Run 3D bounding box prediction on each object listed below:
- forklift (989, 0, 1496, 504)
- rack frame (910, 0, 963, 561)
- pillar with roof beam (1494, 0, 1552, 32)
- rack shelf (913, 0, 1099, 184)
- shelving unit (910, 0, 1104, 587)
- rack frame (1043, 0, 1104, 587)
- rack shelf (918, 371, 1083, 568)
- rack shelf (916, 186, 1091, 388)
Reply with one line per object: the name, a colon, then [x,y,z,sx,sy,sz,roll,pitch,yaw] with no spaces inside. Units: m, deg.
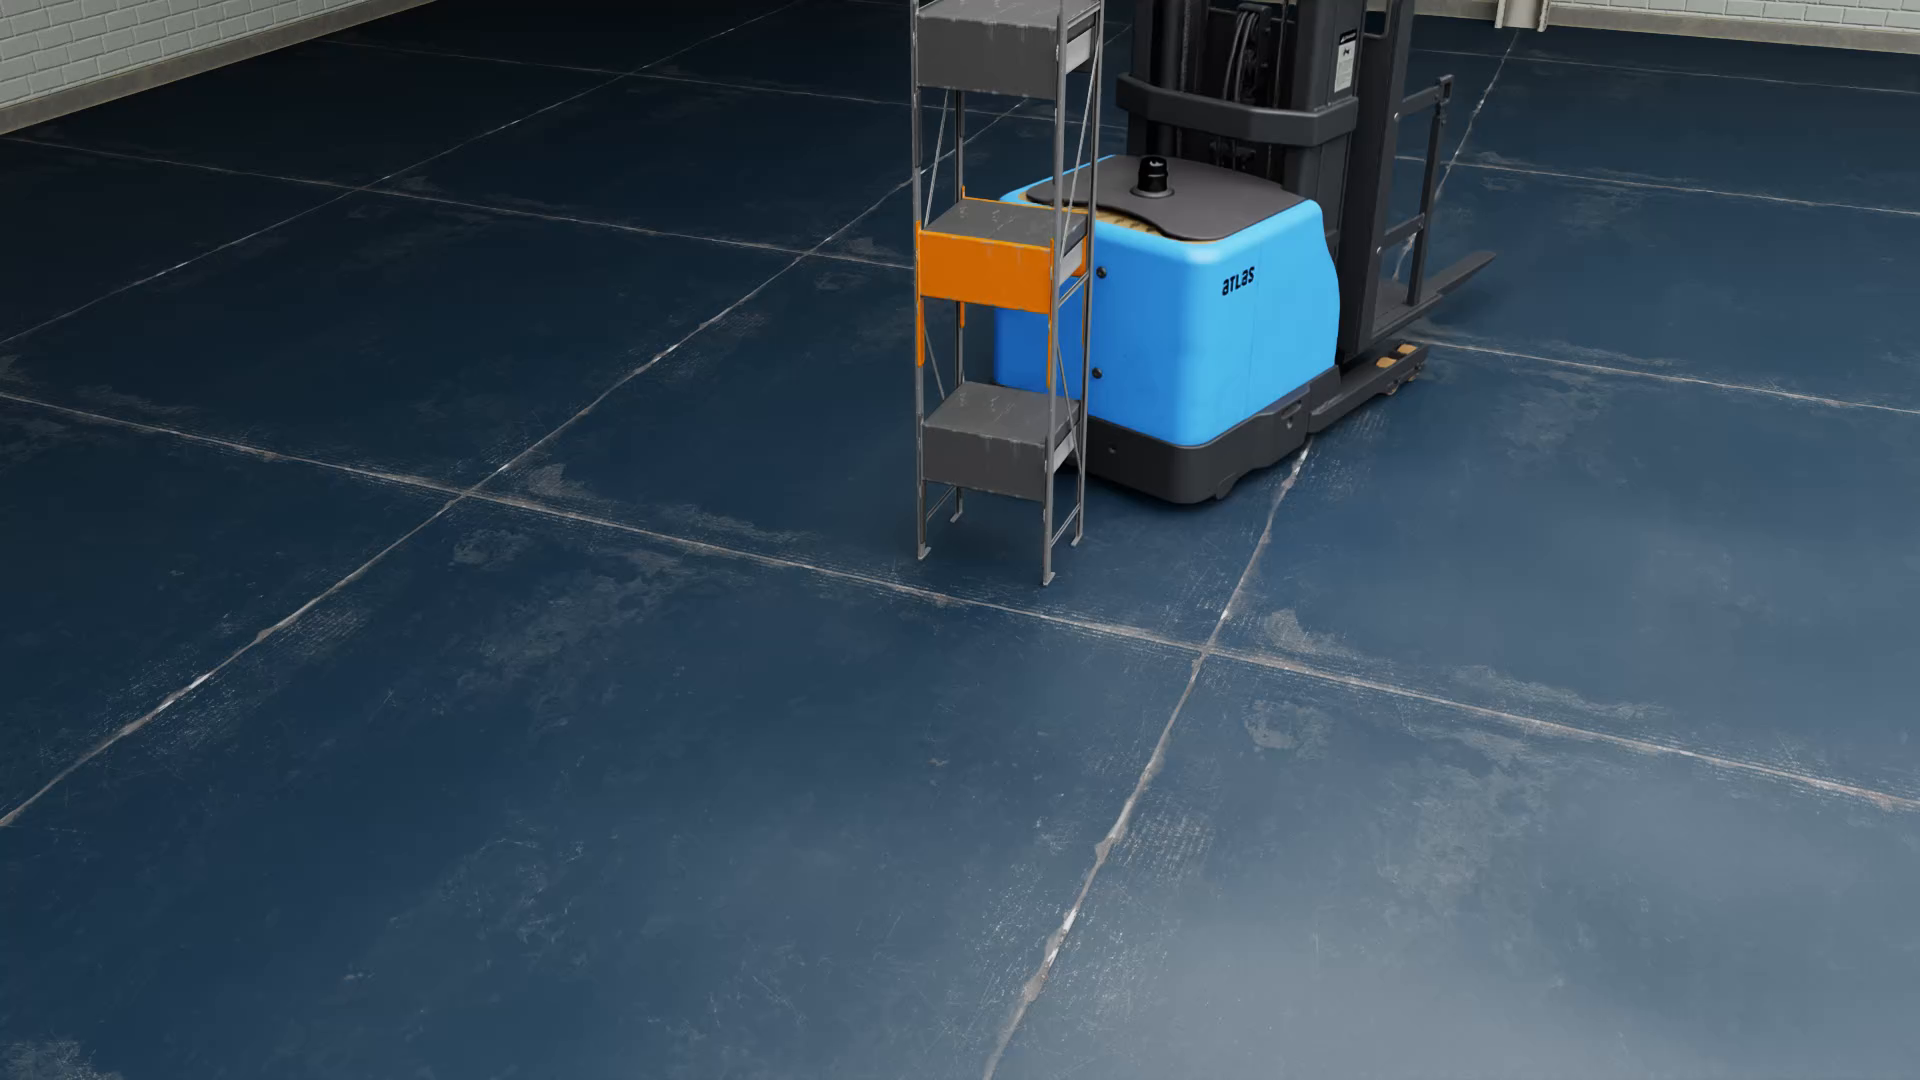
forklift: [1.458,-2.063,6.921,1.130,2.935,3.031,23,37,34]
rack frame: [-0.073,-0.929,5.759,0.015,2.100,0.400,11,31,19]
pillar with roof beam: [3.038,-6.224,8.117,0.400,9.000,9.100,11,31,19]
rack shelf: [0.153,-1.481,5.341,0.480,0.518,0.431,11,31,19]
shelving unit: [0.153,-0.883,5.679,0.503,2.100,0.431,11,31,19]
rack frame: [0.379,-0.838,5.599,0.015,2.100,0.400,11,31,19]
rack shelf: [0.153,-0.262,6.030,0.480,0.518,0.431,11,31,19]
rack shelf: [0.153,-0.872,5.686,0.480,0.518,0.431,11,31,19]
